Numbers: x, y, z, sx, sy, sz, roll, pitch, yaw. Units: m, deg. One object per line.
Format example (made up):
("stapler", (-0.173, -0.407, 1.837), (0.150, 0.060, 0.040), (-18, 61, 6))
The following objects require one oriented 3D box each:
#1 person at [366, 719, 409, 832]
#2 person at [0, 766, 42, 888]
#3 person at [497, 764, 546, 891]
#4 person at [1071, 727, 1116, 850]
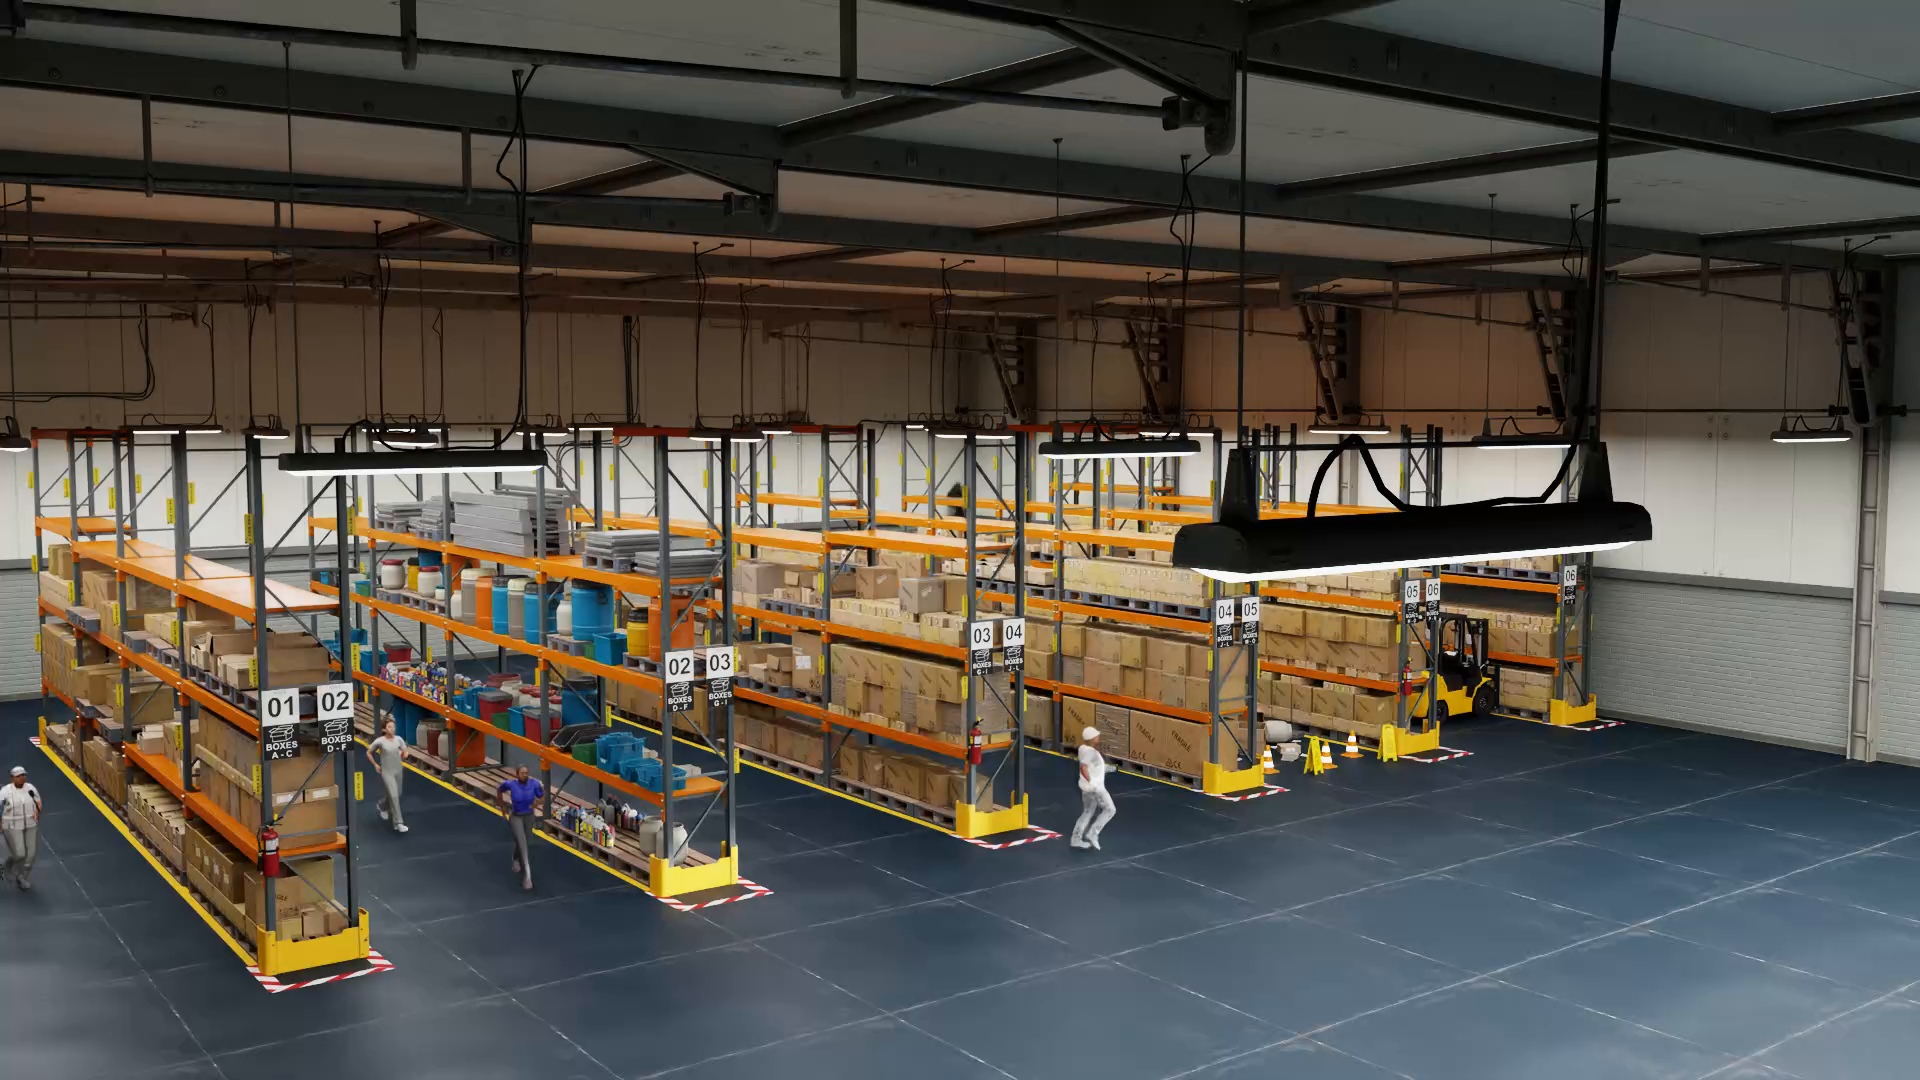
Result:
("person", (-8.572, 3.515, 25.049), (0.911, 1.647, 0.571), (4, 6, 40))
("person", (-12.395, 3.800, 21.944), (0.541, 1.625, 0.604), (3, 6, 38))
("person", (-5.873, 3.774, 22.271), (0.580, 1.653, 0.988), (-3, 5, -30))
("person", (1.935, 3.565, 23.898), (0.688, 1.771, 0.663), (-1, 5, -15))
